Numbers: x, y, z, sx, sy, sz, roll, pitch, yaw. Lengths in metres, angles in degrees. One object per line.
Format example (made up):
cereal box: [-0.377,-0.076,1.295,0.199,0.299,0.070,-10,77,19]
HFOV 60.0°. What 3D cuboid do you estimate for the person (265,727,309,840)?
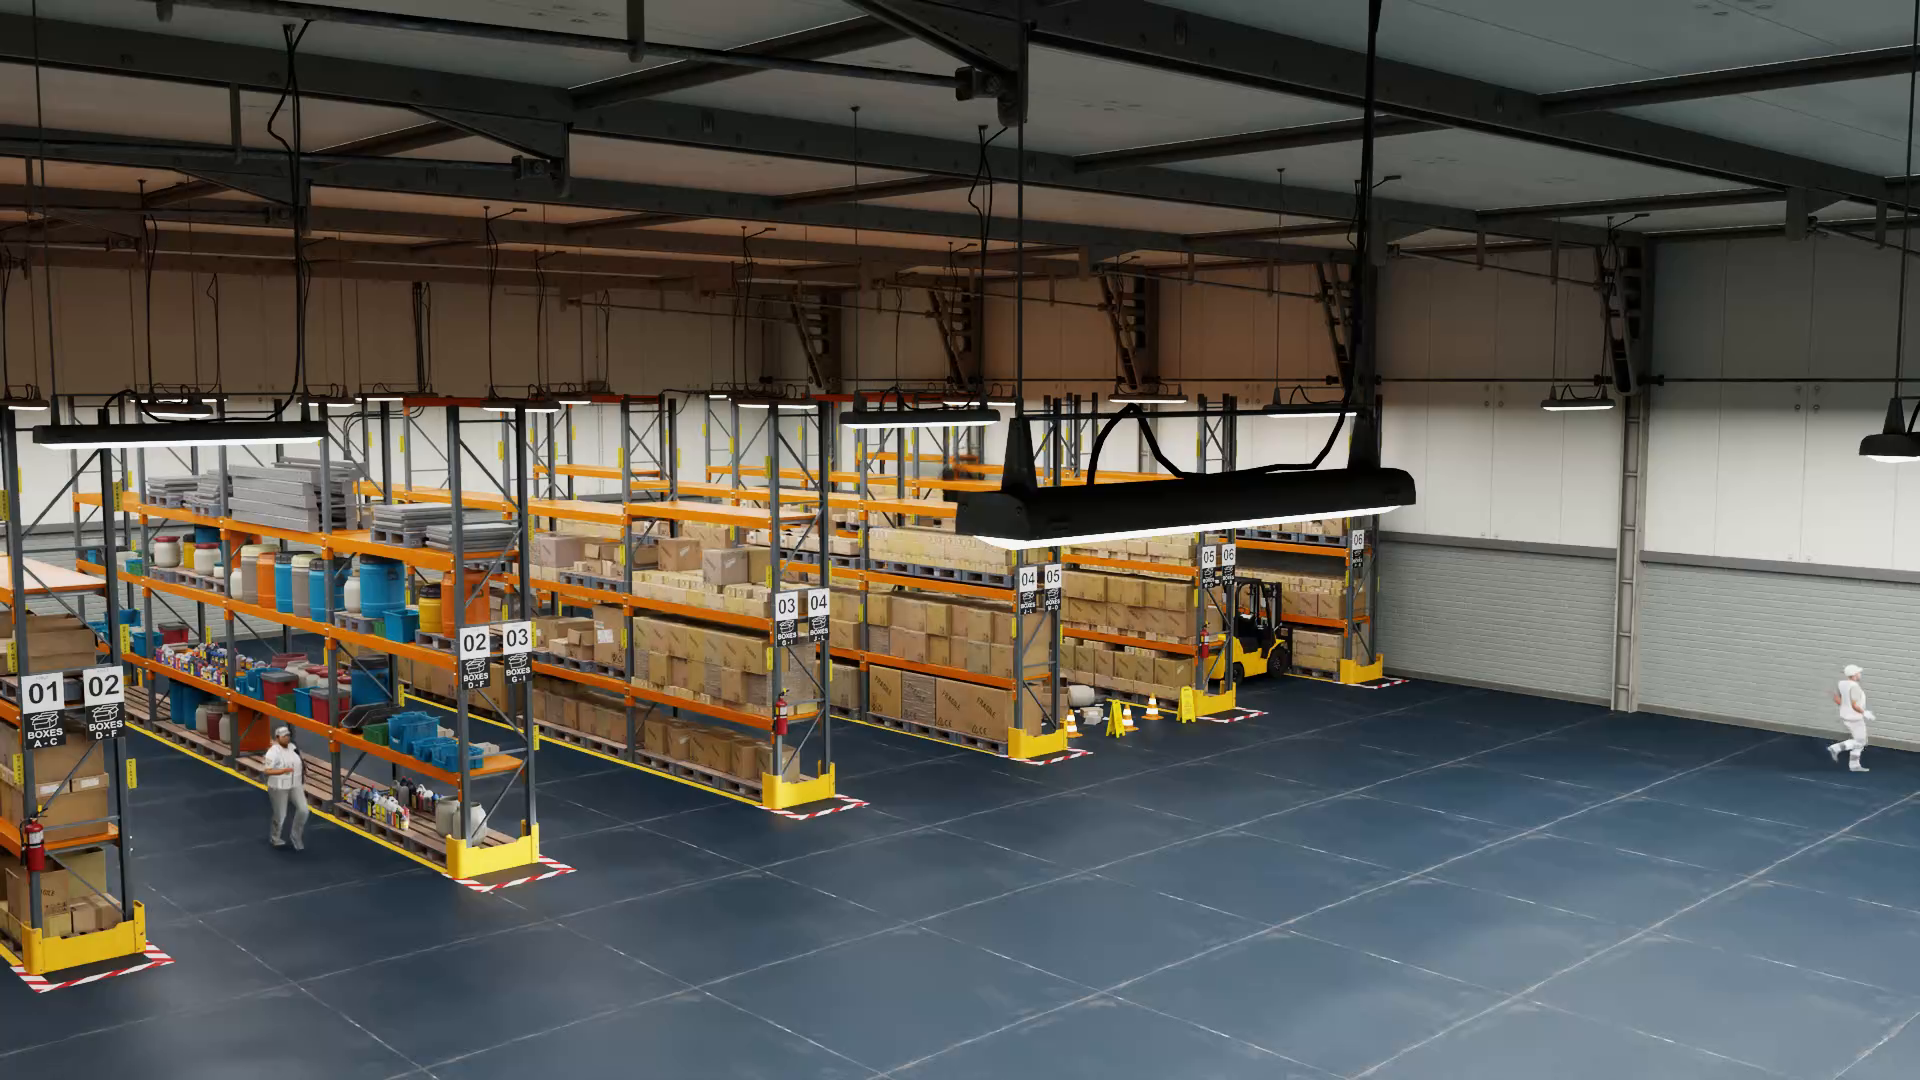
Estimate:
person: [-9.041,3.279,22.346,0.655,1.554,0.582,4,7,39]

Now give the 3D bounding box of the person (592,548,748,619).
person: [-6.270,1.208,33.954,7.860,3.699,16.174,-5,8,-43]

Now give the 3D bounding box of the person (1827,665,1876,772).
person: [14.334,2.875,26.820,0.704,1.749,0.656,0,6,4]
